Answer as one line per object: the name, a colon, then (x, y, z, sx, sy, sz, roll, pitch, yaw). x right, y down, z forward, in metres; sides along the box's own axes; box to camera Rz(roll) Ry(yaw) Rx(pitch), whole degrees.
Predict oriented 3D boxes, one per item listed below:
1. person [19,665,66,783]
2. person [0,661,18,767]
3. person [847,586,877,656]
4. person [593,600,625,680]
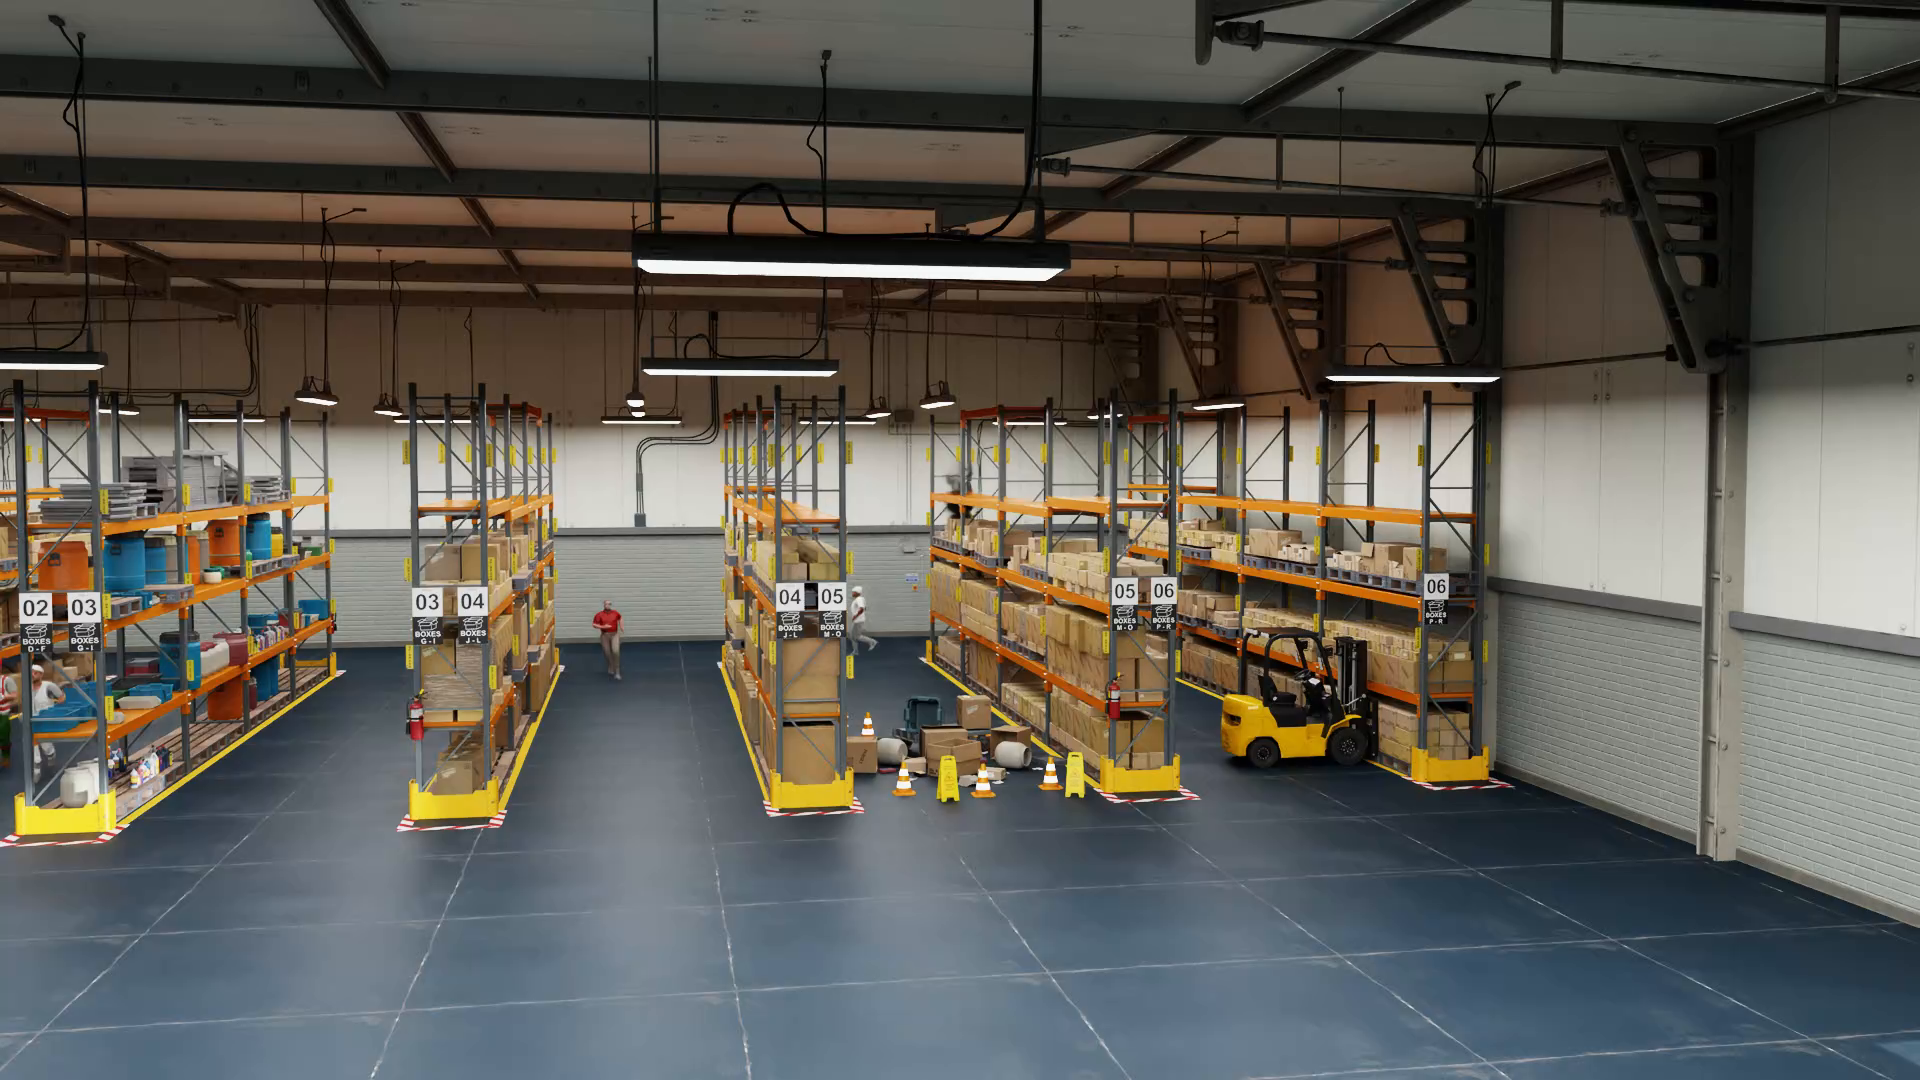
person: (-14.201, 2.814, 25.745, 0.679, 1.803, 0.798, 0, 3, -7)
person: (-15.158, 2.757, 26.129, 0.656, 1.810, 0.930, -1, 3, -21)
person: (-2.448, 2.034, 41.411, 0.771, 1.766, 0.712, 0, 3, 0)
person: (-7.917, 2.240, 37.515, 0.701, 1.770, 0.910, -1, 3, -13)
